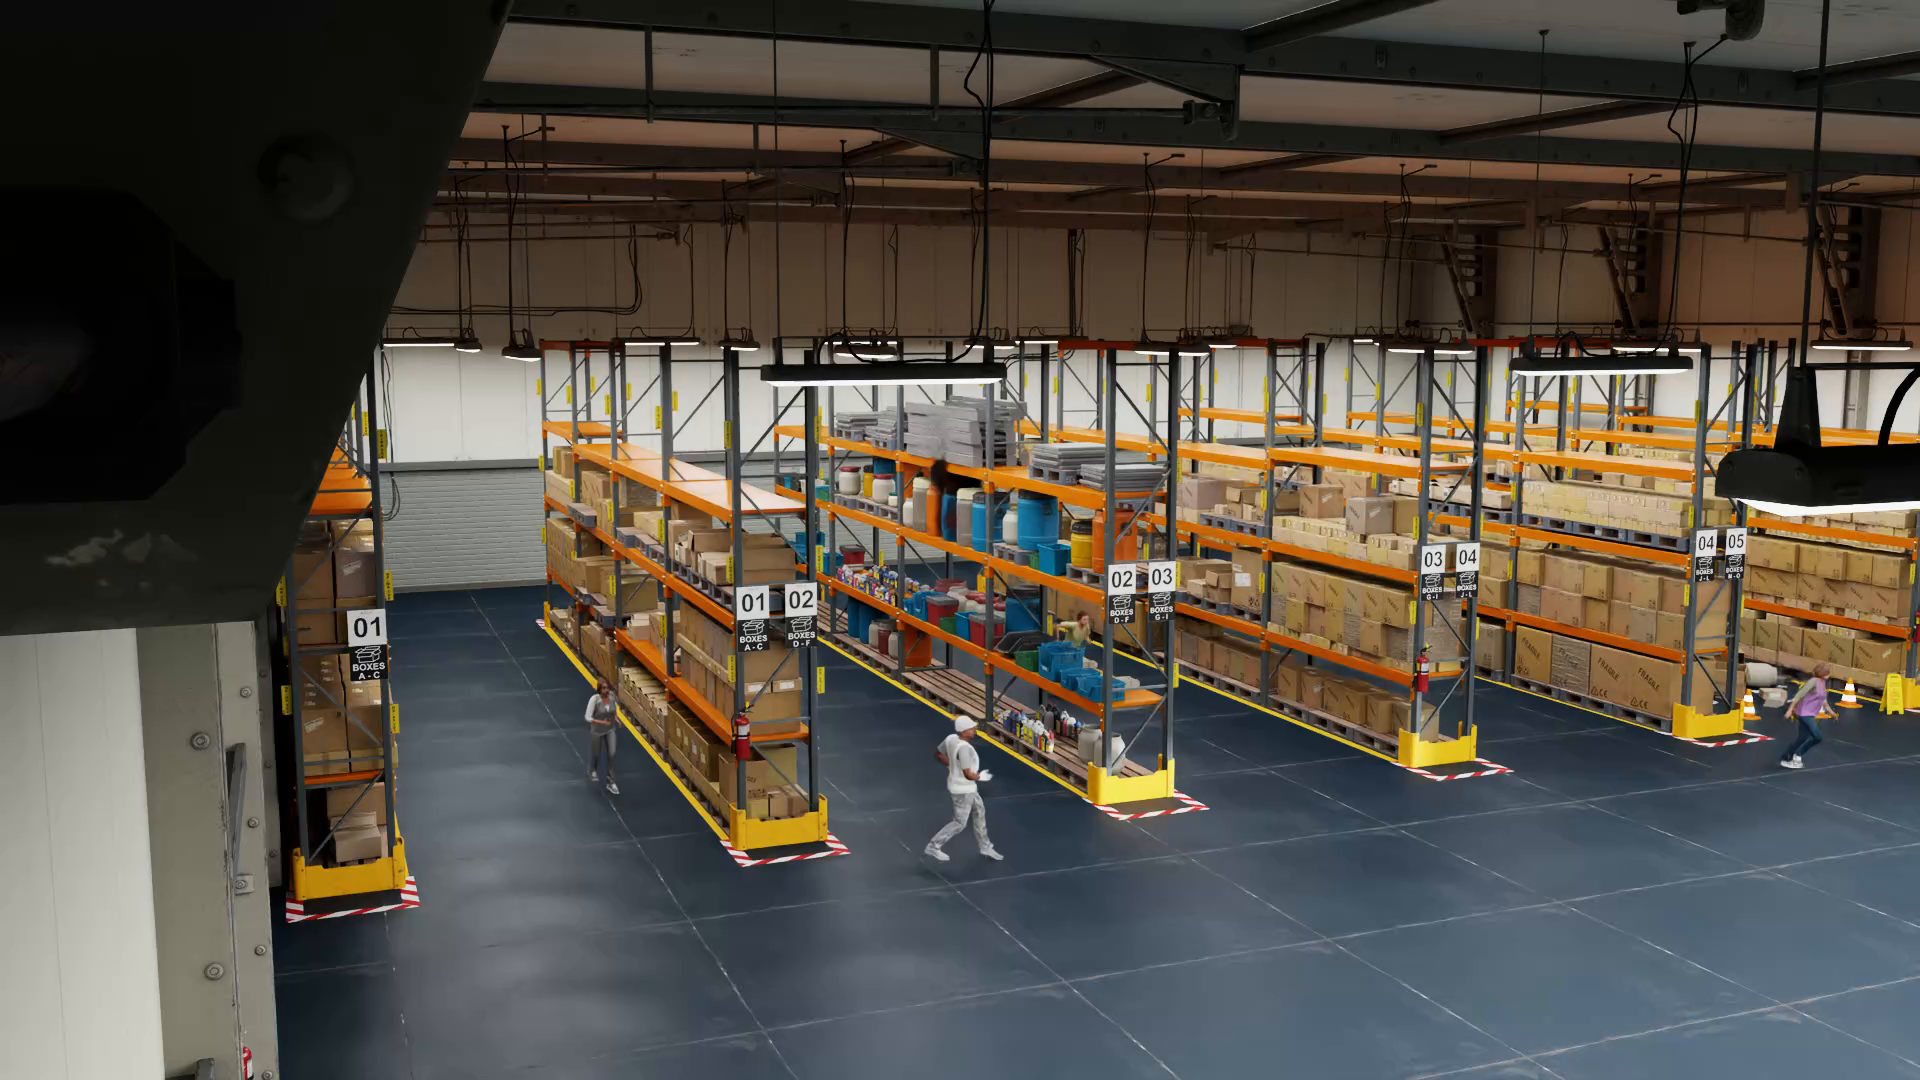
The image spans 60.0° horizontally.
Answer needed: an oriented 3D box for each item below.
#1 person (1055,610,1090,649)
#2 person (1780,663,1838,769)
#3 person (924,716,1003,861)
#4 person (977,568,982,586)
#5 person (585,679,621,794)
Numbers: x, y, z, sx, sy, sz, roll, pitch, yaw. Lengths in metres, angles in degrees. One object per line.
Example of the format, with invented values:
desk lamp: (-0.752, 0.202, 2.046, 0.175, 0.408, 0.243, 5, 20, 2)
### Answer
person: (1.830, 1.940, 28.015, 0.618, 1.618, 0.945, -5, 9, -36)
person: (12.064, 2.502, 23.616, 0.669, 1.550, 0.524, 7, 10, 41)
person: (0.057, 2.930, 19.416, 0.970, 1.802, 0.672, -1, 8, -9)
person: (0.705, 0.320, 39.942, 0.581, 1.650, 0.387, 5, 9, 32)
person: (-4.877, 2.634, 22.637, 0.532, 1.535, 0.898, -4, 8, -28)
